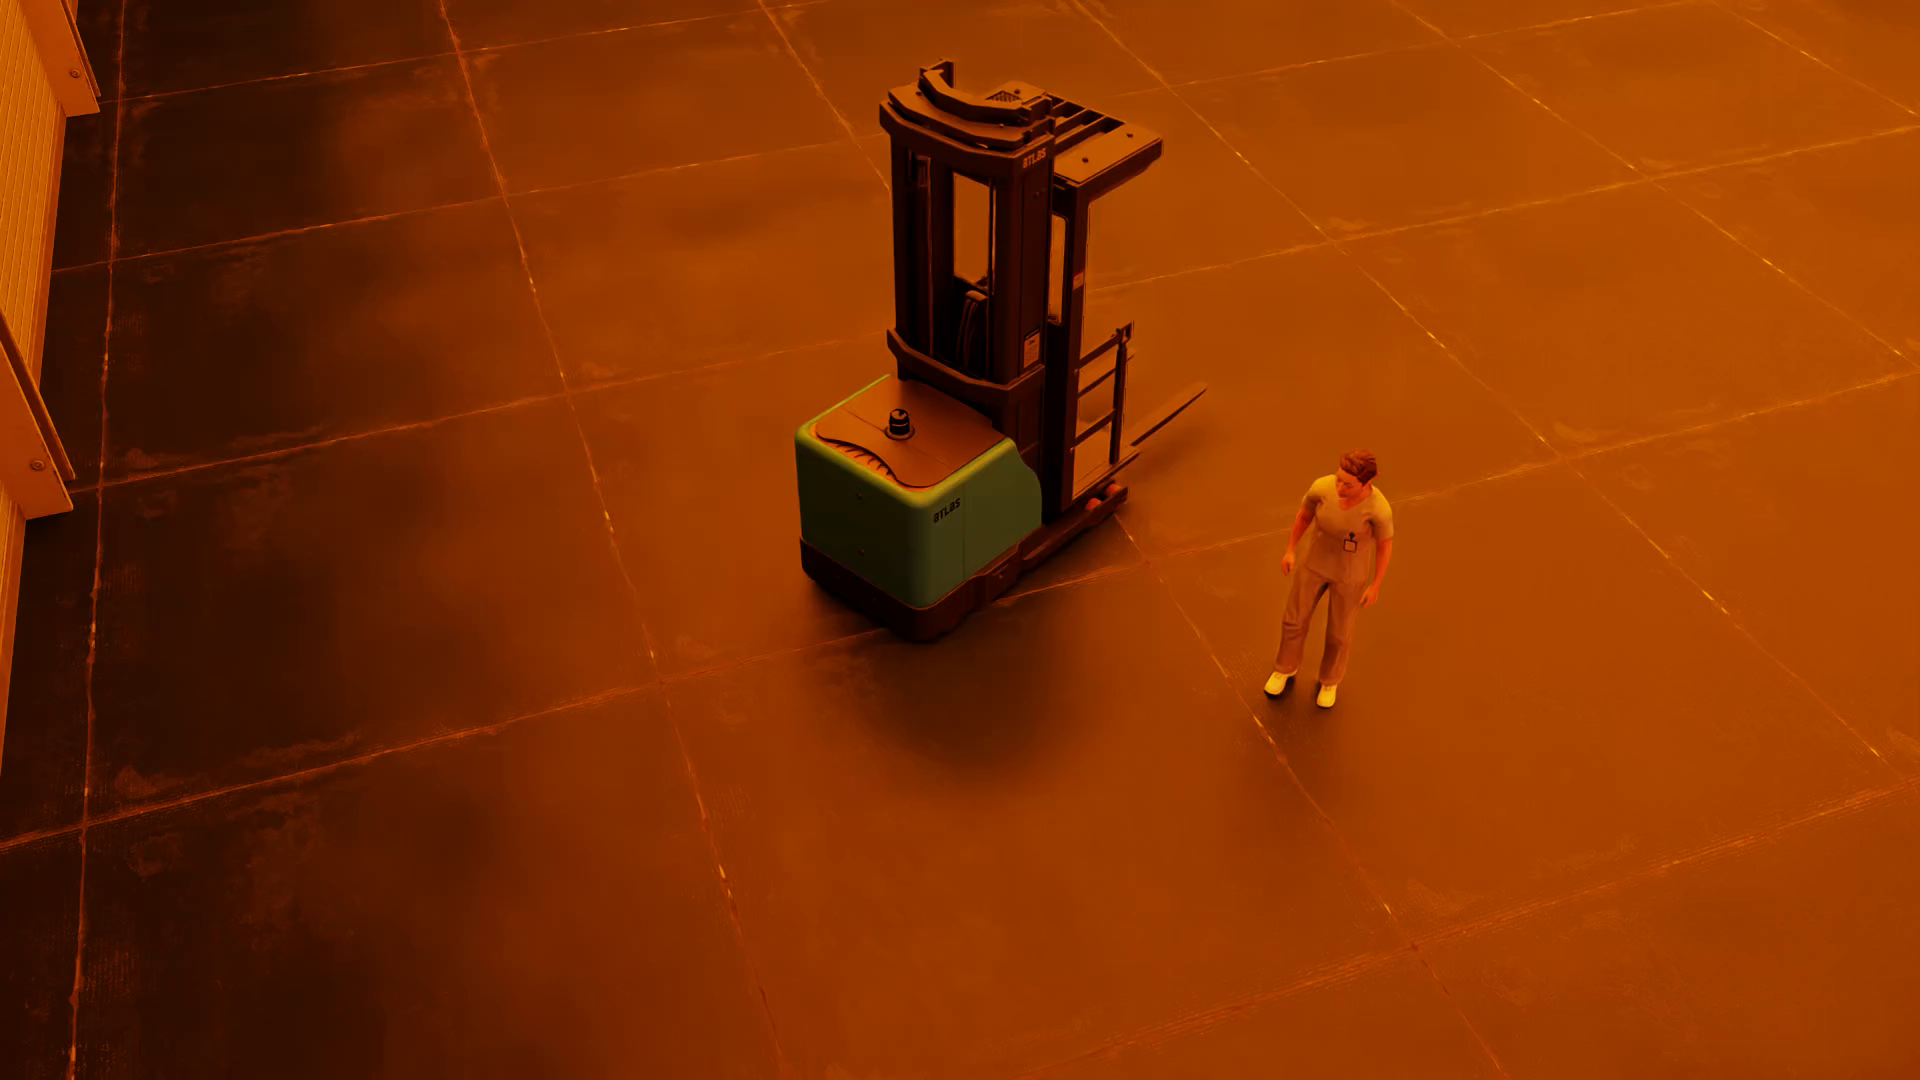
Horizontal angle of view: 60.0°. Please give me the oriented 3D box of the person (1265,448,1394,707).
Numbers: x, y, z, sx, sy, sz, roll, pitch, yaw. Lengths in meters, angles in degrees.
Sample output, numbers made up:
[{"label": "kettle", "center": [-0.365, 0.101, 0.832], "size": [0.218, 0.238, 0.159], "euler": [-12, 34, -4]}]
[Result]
[{"label": "person", "center": [1.954, 0.181, 8.763], "size": [0.540, 1.670, 0.387], "euler": [21, 44, 23]}]

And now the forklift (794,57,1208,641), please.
[{"label": "forklift", "center": [0.408, -1.414, 9.681], "size": [1.130, 2.935, 3.031], "euler": [30, 48, 31]}]
